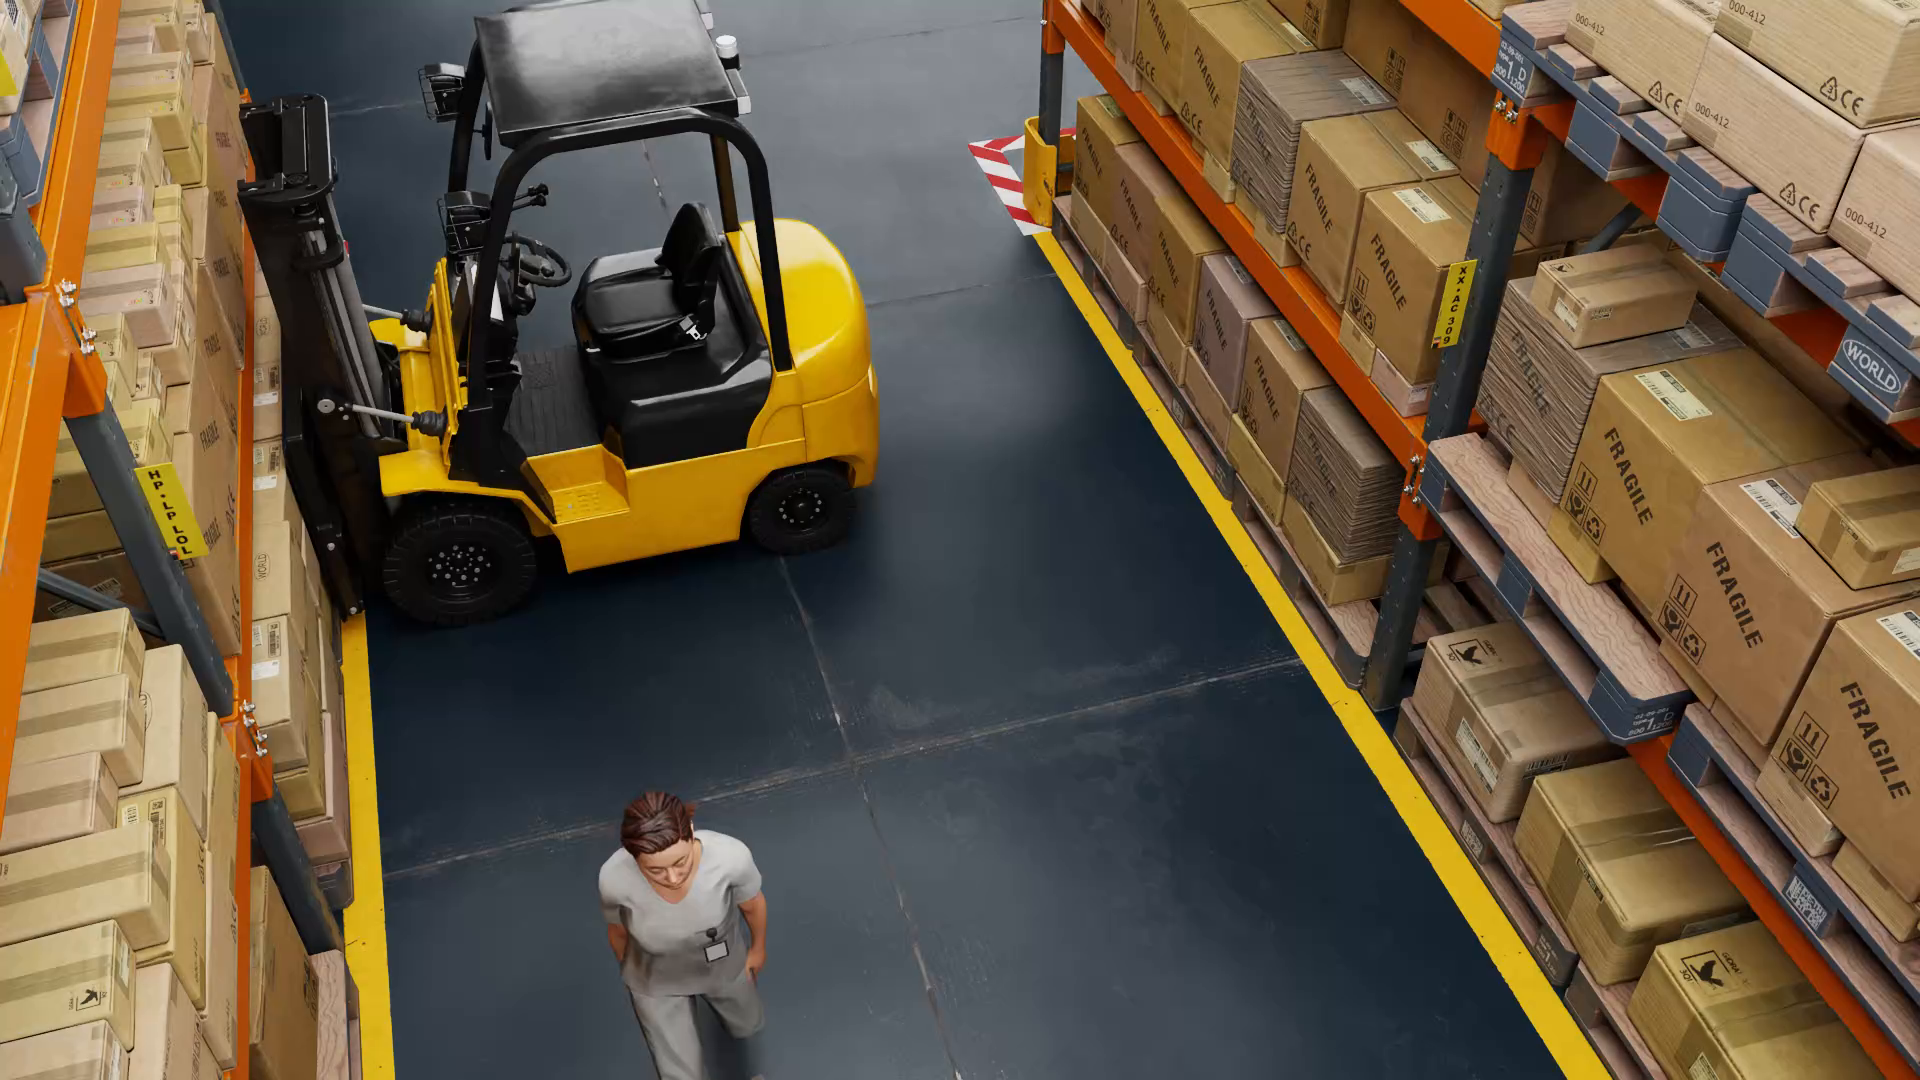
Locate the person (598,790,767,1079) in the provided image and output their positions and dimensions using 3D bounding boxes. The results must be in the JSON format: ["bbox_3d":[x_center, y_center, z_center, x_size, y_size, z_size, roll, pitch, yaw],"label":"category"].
[{"bbox_3d":[-0.789,1.175,4.876,0.449,1.642,0.864,-10,43,-11],"label":"person"}]
